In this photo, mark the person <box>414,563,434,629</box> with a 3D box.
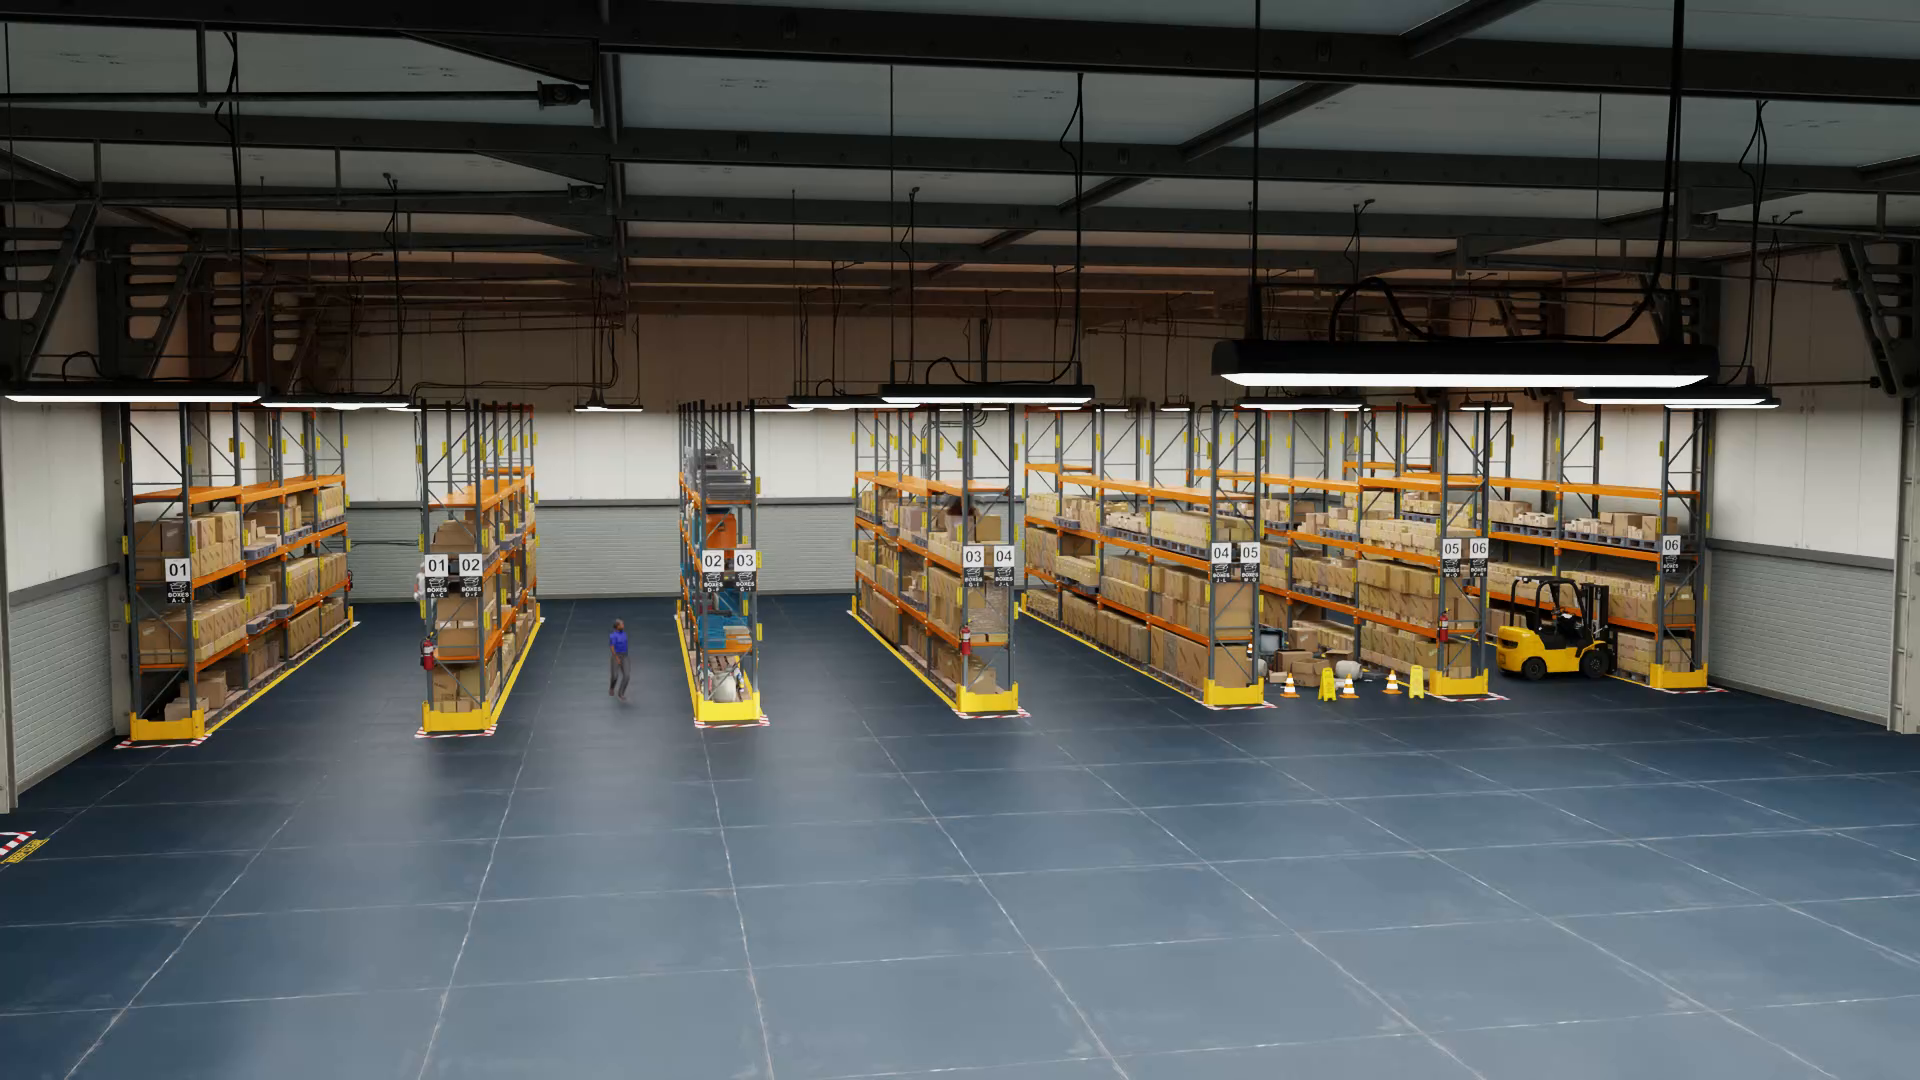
[{"bbox_3d":[-14.335,1.481,44.456,0.499,1.747,0.958,0,4,-6],"label":"person"}]

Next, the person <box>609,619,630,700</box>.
[{"bbox_3d":[-6.824,2.399,33.490,0.527,1.620,0.680,-3,5,-37],"label":"person"}]

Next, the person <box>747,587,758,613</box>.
[{"bbox_3d":[-5.978,1.362,47.460,0.422,1.531,0.830,-1,5,-18],"label":"person"}]
